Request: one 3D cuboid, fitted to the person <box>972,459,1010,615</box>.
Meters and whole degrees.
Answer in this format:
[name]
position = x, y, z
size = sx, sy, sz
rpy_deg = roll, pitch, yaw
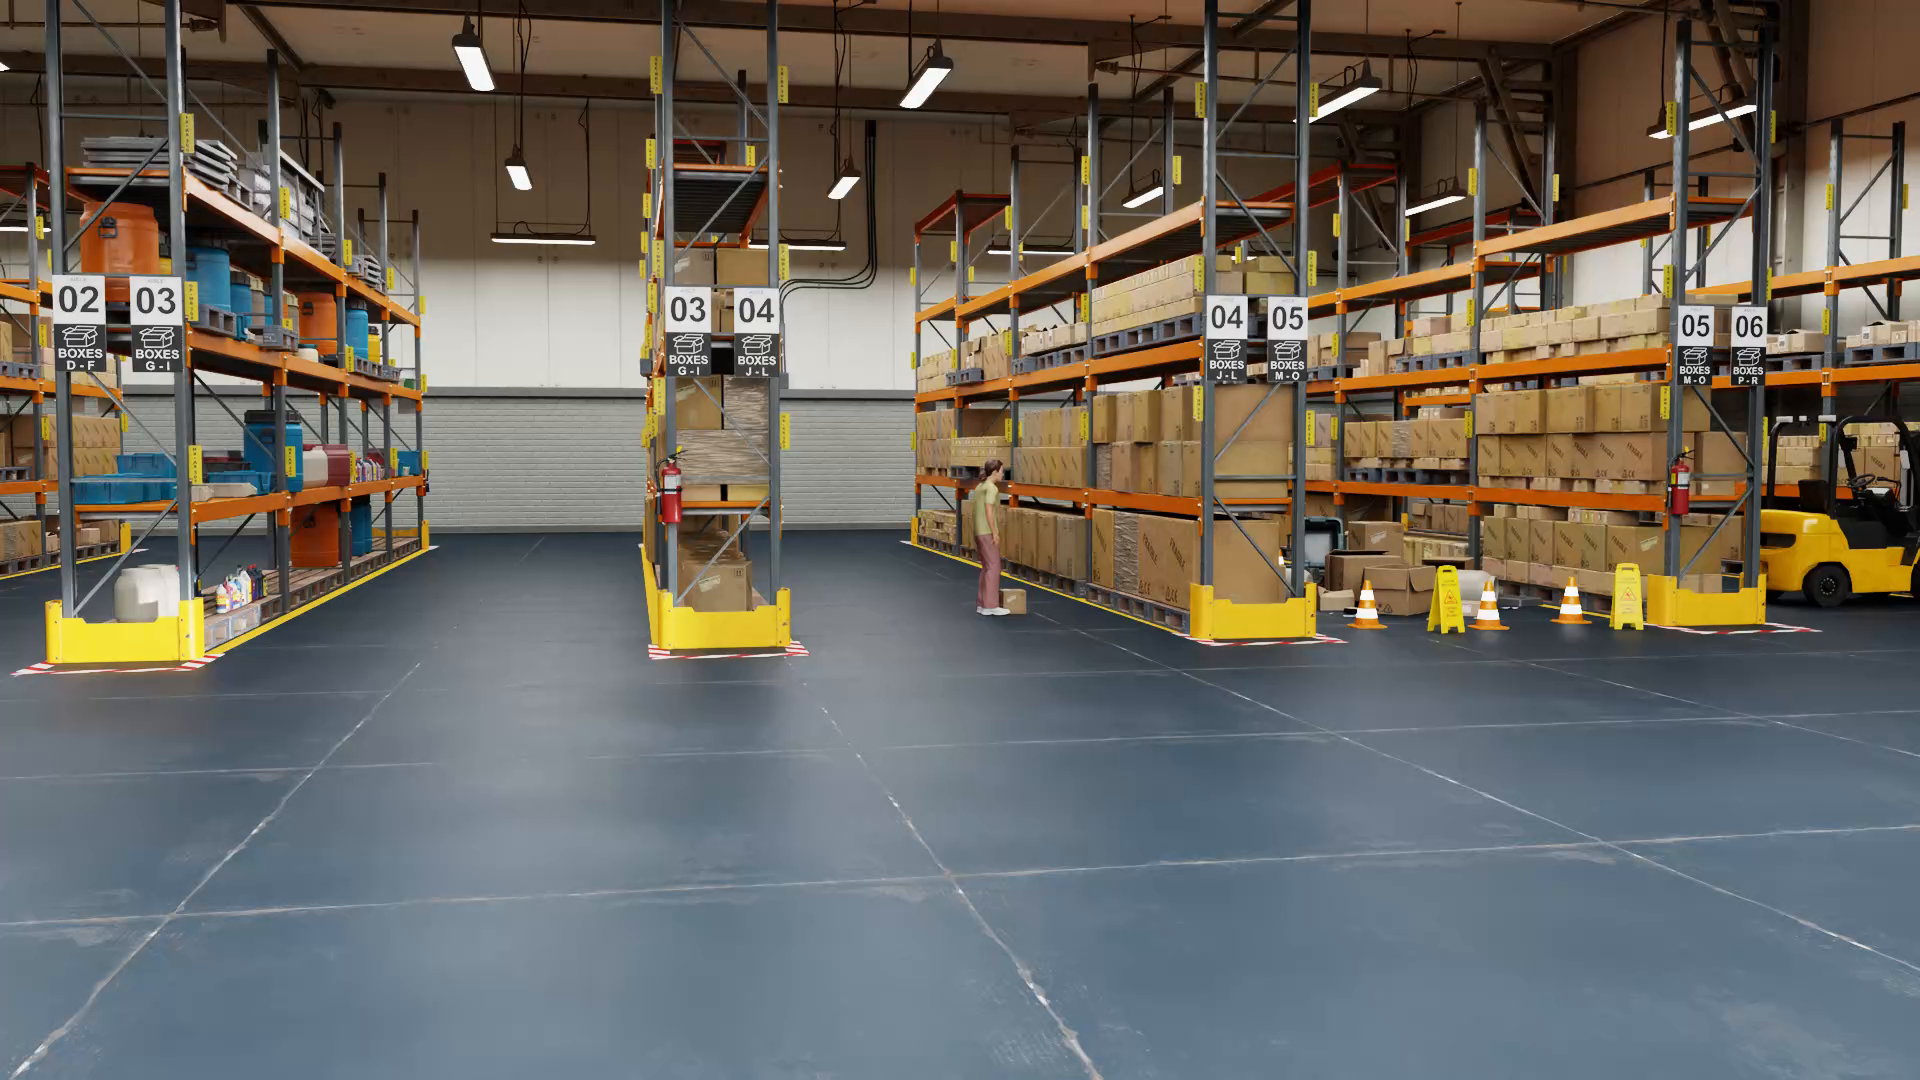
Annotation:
[person]
position = 0.322, -0.041, 17.907
size = 0.367, 1.671, 0.519
rpy_deg = -1, 3, -15
